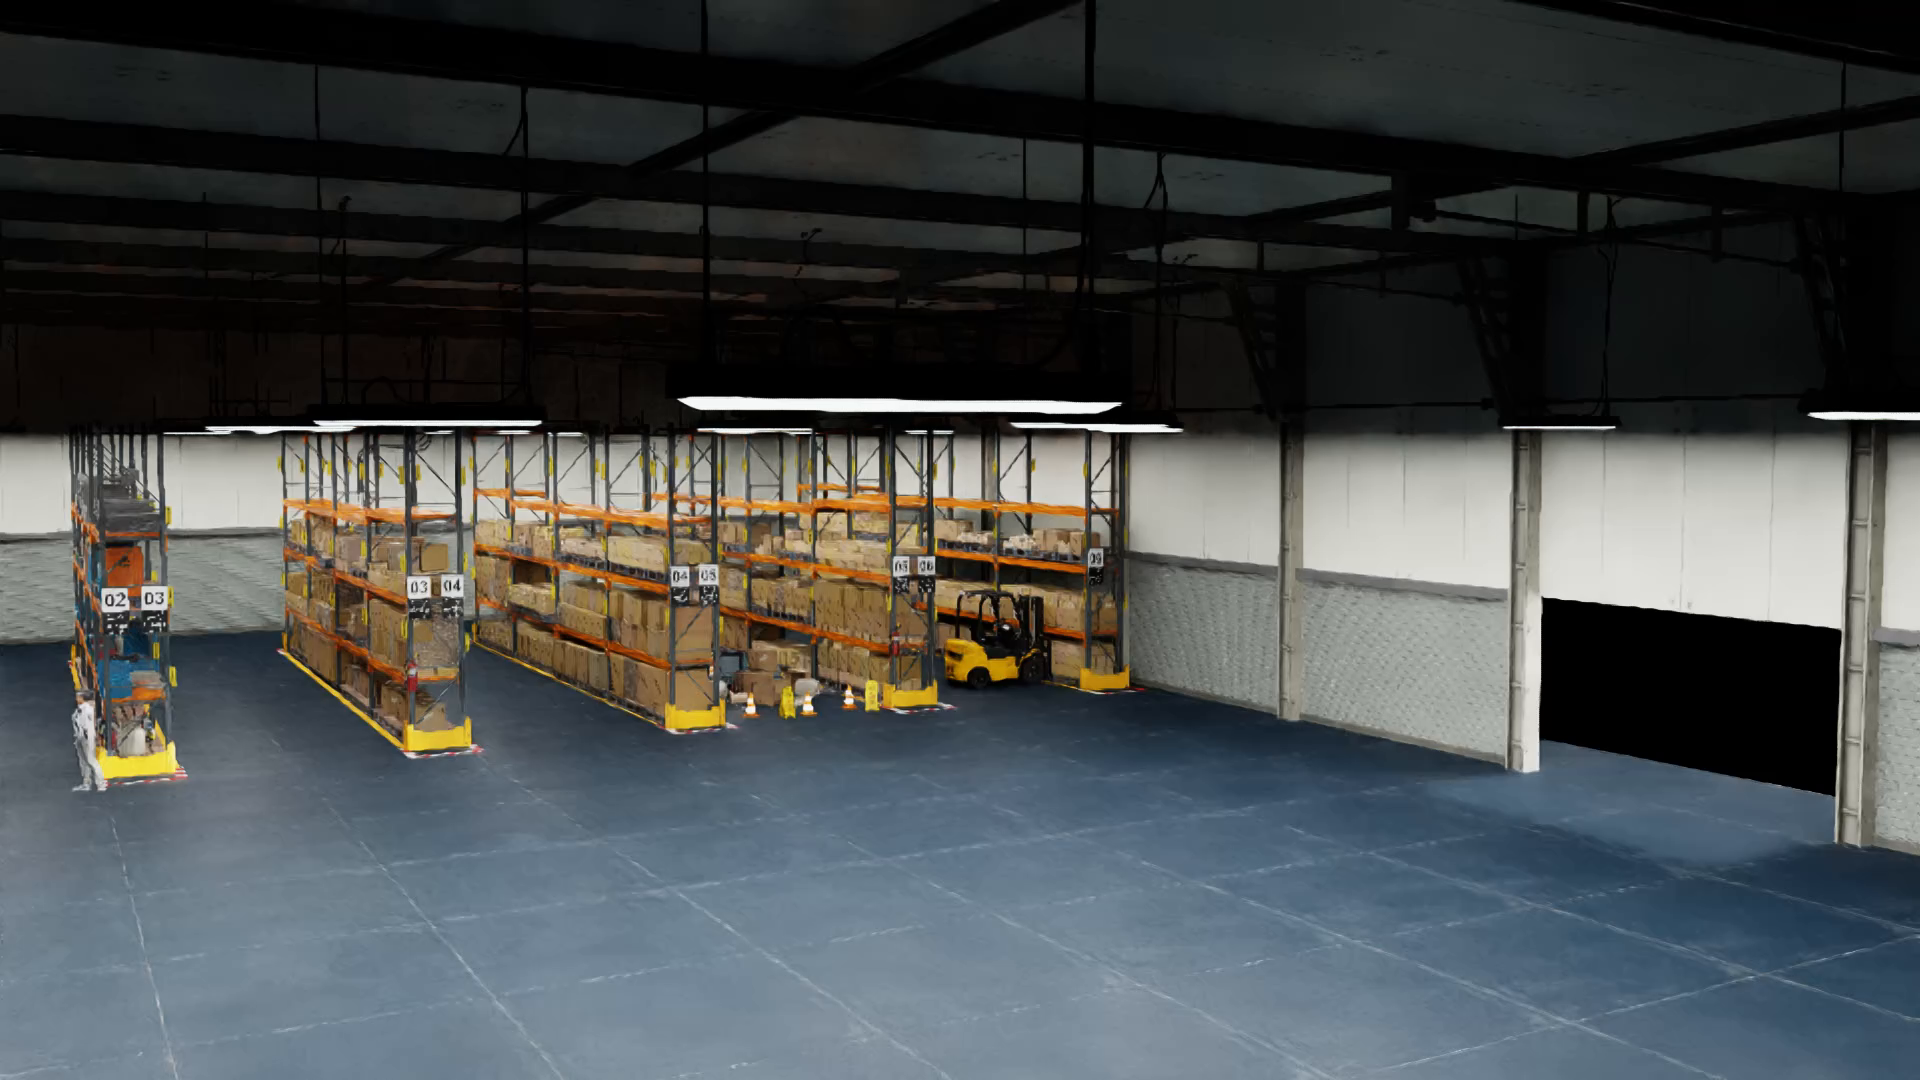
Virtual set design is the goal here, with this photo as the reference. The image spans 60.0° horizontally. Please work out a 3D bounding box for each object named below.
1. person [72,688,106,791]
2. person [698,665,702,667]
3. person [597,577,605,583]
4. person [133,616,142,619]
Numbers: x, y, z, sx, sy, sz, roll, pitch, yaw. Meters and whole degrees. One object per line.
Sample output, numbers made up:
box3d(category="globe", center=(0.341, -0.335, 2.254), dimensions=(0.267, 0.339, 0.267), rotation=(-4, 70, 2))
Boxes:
box3d(category="person", center=(-14.145, 3.227, 26.966), dimensions=(0.436, 1.674, 0.590), rotation=(-3, 5, -44))
box3d(category="person", center=(-6.346, 2.415, 39.353), dimensions=(0.586, 1.723, 0.654), rotation=(0, 4, 1))
box3d(category="person", center=(-11.085, 1.667, 51.355), dimensions=(0.651, 1.758, 0.449), rotation=(1, 4, 22))
box3d(category="person", center=(-20.412, 2.313, 41.269), dimensions=(0.843, 1.716, 0.674), rotation=(3, 5, 43))
